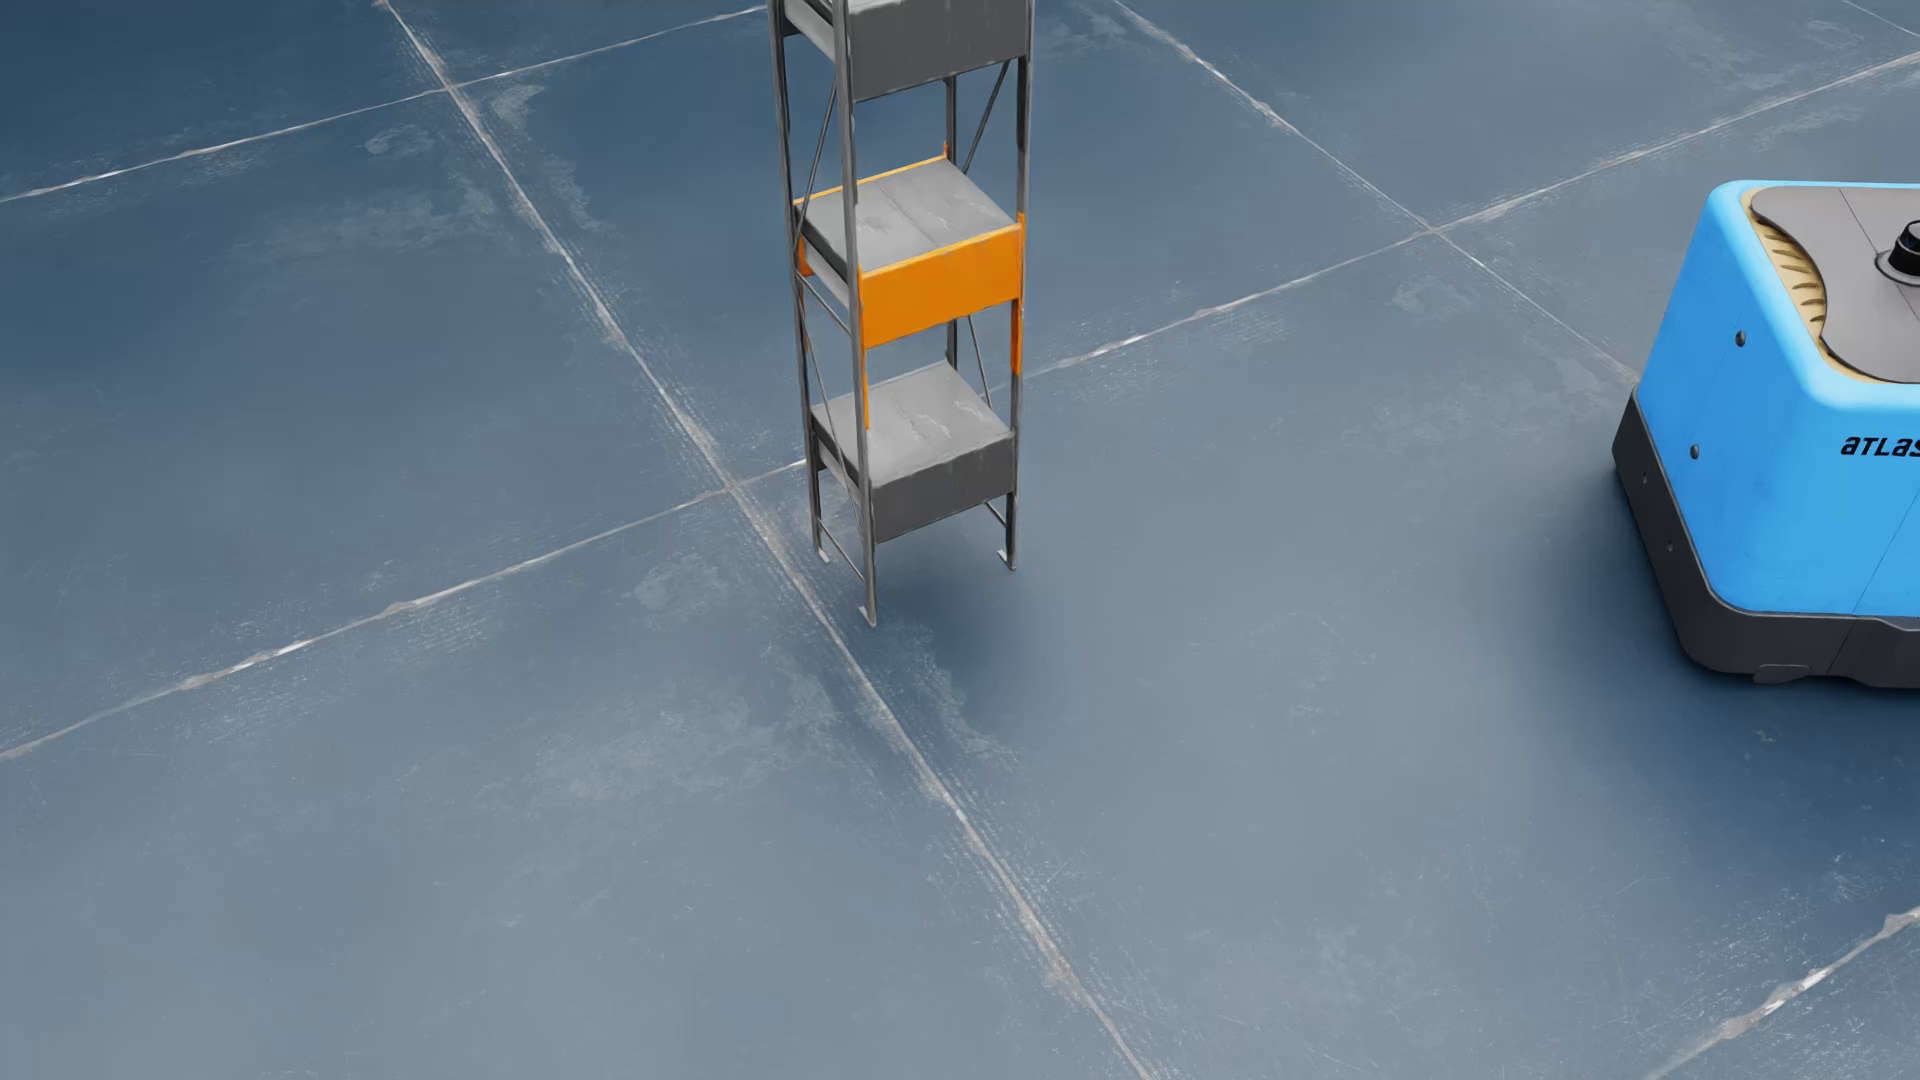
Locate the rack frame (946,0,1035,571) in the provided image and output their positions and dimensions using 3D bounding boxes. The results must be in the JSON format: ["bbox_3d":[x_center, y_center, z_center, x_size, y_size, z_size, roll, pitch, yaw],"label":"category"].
[{"bbox_3d":[0.068,-0.781,4.547,0.015,2.100,0.400,-22,48,-21],"label":"rack frame"}]

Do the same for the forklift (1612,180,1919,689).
[{"bbox_3d":[3.627,-0.943,4.117,3.031,2.935,1.130,2,44,2],"label":"forklift"}]

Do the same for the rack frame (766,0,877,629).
[{"bbox_3d":[-0.355,-0.611,4.372,0.015,2.100,0.400,-22,48,-21],"label":"rack frame"}]

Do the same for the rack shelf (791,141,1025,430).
[{"bbox_3d":[-0.144,-0.686,4.469,0.480,0.518,0.431,-22,48,-21],"label":"rack shelf"}]

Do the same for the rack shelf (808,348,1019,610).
[{"bbox_3d":[-0.144,-0.184,4.957,0.480,0.518,0.431,-22,48,-21],"label":"rack shelf"}]

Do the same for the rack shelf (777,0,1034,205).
[{"bbox_3d":[-0.144,-1.189,3.982,0.480,0.518,0.431,-22,48,-21],"label":"rack shelf"}]

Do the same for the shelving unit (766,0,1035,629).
[{"bbox_3d":[-0.144,-0.696,4.460,0.503,2.100,0.431,-22,48,-21],"label":"shelving unit"}]
